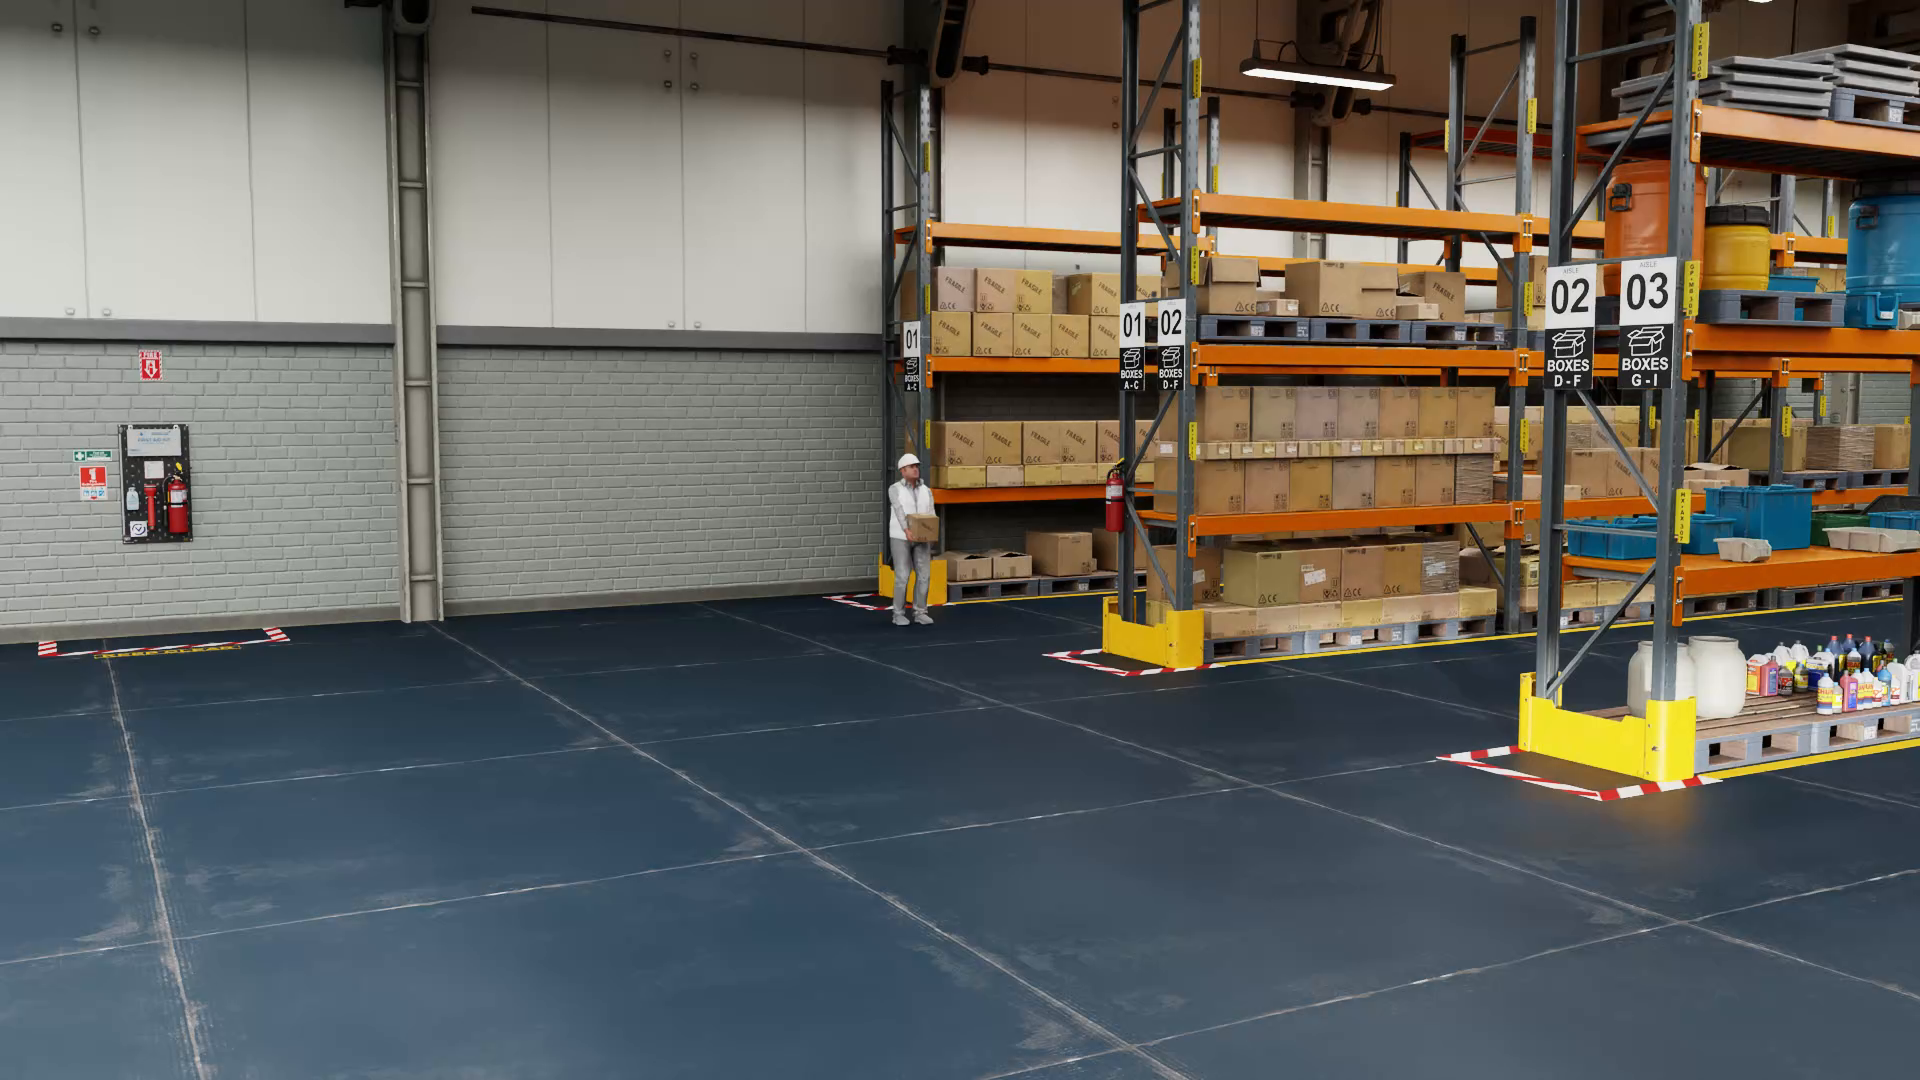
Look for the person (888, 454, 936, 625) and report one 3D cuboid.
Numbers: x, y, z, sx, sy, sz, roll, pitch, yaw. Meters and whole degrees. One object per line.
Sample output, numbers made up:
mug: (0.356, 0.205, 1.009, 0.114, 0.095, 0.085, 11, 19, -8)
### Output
person: (-0.460, -0.005, 17.204, 0.494, 1.762, 0.555, -3, 6, -28)
